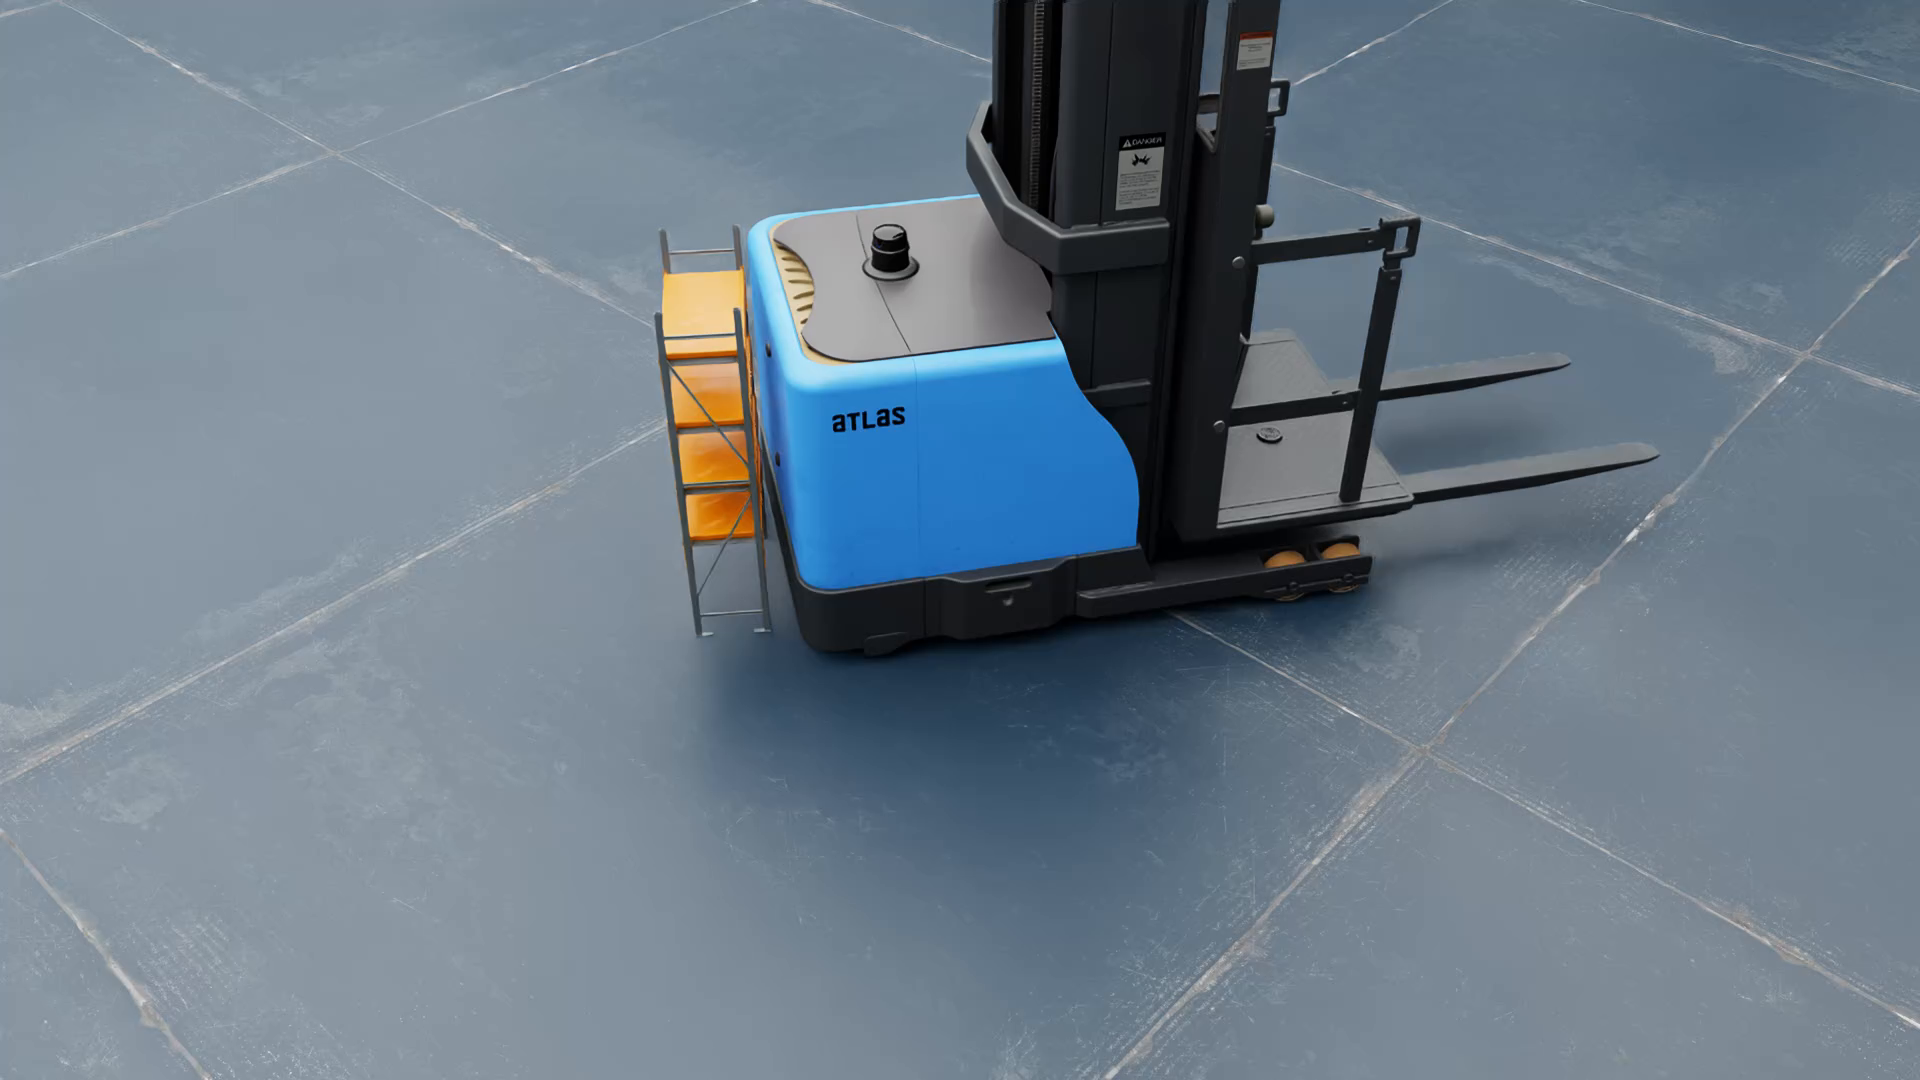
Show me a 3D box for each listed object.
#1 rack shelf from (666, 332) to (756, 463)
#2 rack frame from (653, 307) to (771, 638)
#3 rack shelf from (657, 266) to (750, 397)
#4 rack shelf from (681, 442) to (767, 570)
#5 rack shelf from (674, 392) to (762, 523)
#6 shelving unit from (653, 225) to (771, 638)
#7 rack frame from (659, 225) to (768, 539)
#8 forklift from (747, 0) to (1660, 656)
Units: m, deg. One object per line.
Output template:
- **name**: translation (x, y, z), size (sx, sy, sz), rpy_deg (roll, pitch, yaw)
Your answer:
- **rack shelf**: translation (-0.758, -0.441, 5.090), size (0.258, 0.148, 0.480), rpy_deg (-4, 39, -5)
- **rack frame**: translation (-0.731, -0.168, 4.997), size (0.240, 1.200, 0.015), rpy_deg (-4, 39, -5)
- **rack shelf**: translation (-0.758, -0.626, 4.942), size (0.258, 0.148, 0.480), rpy_deg (-4, 39, -5)
- **rack shelf**: translation (-0.758, -0.111, 5.352), size (0.258, 0.148, 0.480), rpy_deg (-4, 39, -5)
- **rack shelf**: translation (-0.758, -0.266, 5.229), size (0.258, 0.148, 0.480), rpy_deg (-4, 39, -5)
- **shelving unit**: translation (-0.758, -0.319, 5.187), size (0.258, 1.200, 0.503), rpy_deg (-4, 39, -5)
- **rack frame**: translation (-0.785, -0.470, 5.377), size (0.240, 1.200, 0.015), rpy_deg (-4, 39, -5)
- **forklift**: translation (0.880, -1.258, 4.977), size (3.031, 2.935, 1.130), rpy_deg (-8, 39, -10)
